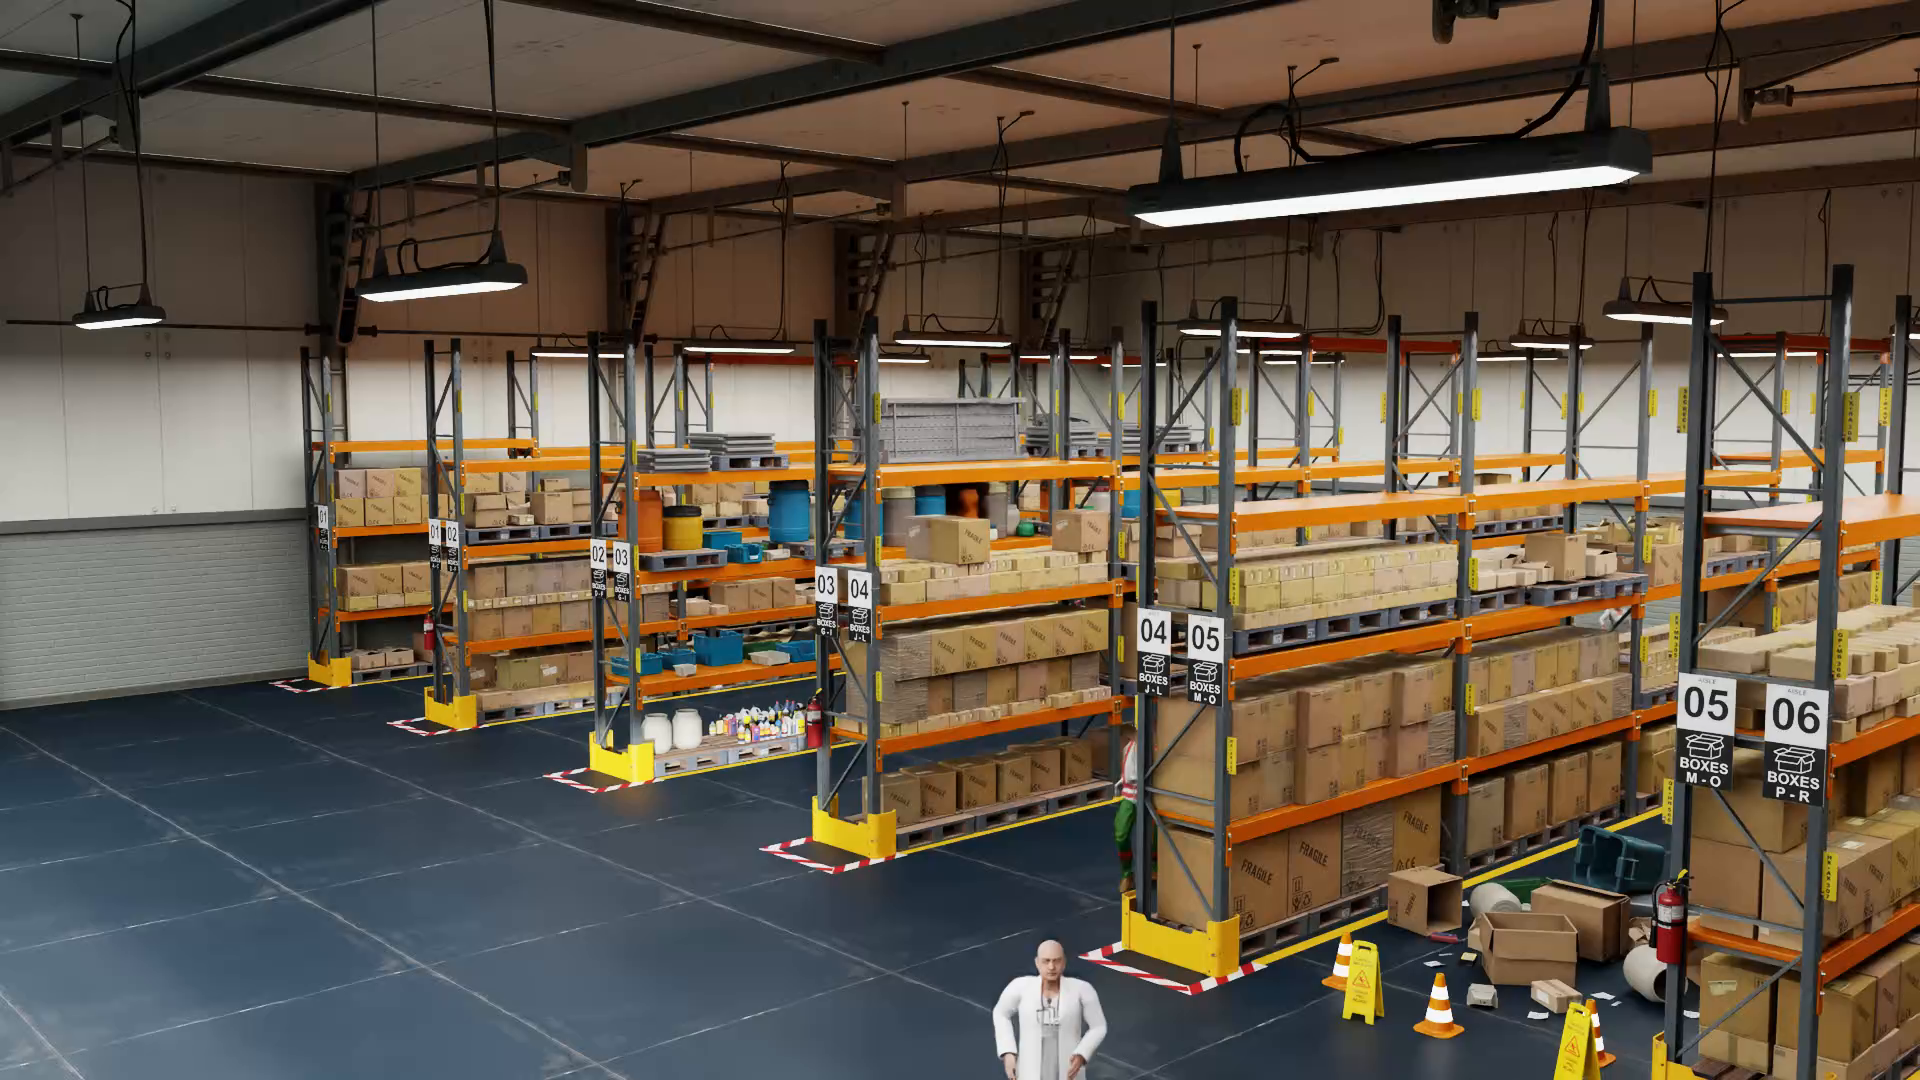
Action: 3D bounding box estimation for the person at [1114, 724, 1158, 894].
[{"bbox_3d":[1.869,2.754,17.300,0.645,1.841,0.767,3,6,31],"label":"person"}]

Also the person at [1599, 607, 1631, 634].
[{"bbox_3d":[11.737,1.780,29.634,0.562,1.606,0.669,-1,5,-10],"label":"person"}]

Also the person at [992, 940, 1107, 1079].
[{"bbox_3d":[0.560,3.365,10.433,0.724,1.763,0.867,0,5,3],"label":"person"}]
